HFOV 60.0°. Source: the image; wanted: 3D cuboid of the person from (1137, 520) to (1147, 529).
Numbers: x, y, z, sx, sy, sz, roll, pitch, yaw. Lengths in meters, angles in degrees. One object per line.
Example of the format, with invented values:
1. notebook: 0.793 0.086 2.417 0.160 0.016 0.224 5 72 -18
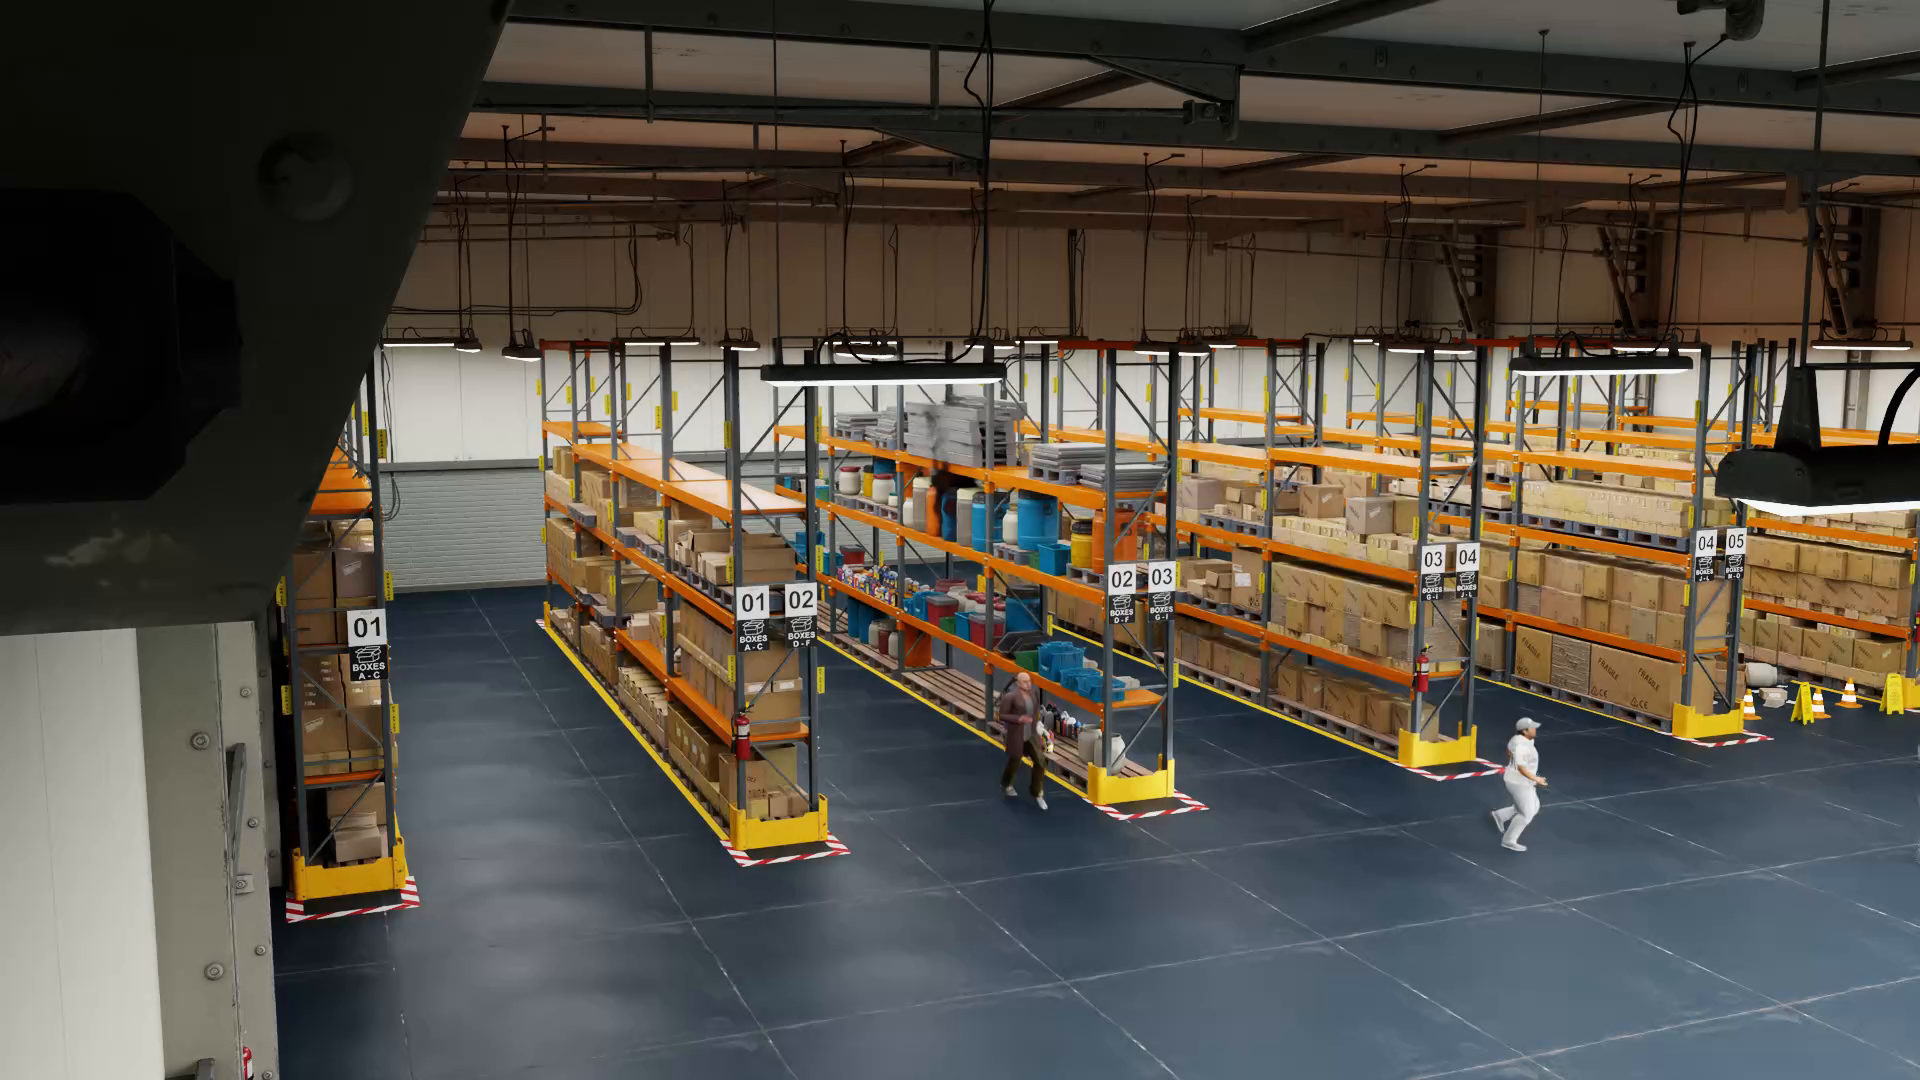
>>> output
1. person: 4.353 0.232 40.505 0.651 1.760 0.805 4 9 30

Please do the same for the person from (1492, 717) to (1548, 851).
1. person: 6.767 2.935 20.097 0.617 1.634 0.633 2 8 16

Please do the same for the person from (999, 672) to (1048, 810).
1. person: 0.793 2.619 21.937 0.725 1.818 0.898 -4 8 -27
